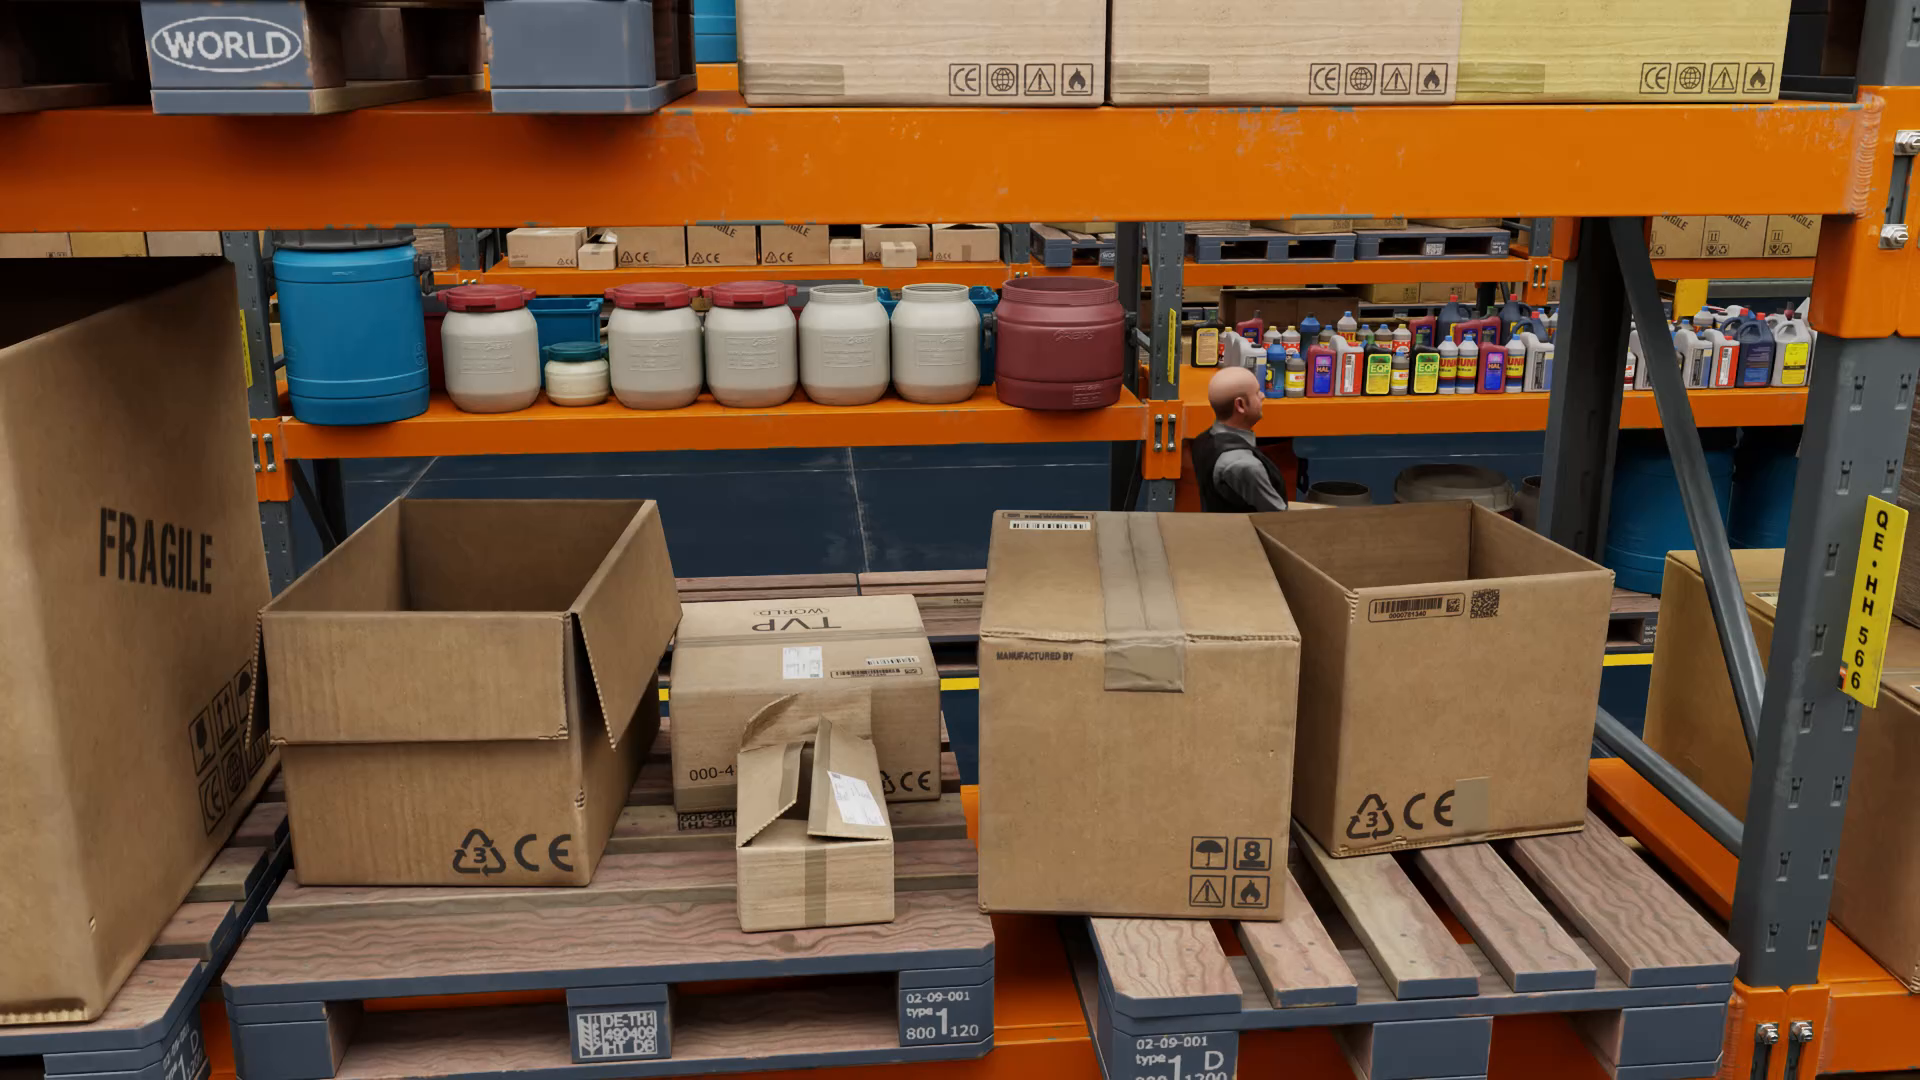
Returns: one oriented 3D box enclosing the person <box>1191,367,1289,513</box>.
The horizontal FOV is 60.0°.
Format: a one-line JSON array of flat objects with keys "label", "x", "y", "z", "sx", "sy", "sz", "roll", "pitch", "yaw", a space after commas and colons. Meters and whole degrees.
[{"label": "person", "x": 1.191, "y": 0.163, "z": 6.551, "sx": 0.558, "sy": 1.711, "sz": 0.494, "roll": -1, "pitch": 17, "yaw": -4}]
